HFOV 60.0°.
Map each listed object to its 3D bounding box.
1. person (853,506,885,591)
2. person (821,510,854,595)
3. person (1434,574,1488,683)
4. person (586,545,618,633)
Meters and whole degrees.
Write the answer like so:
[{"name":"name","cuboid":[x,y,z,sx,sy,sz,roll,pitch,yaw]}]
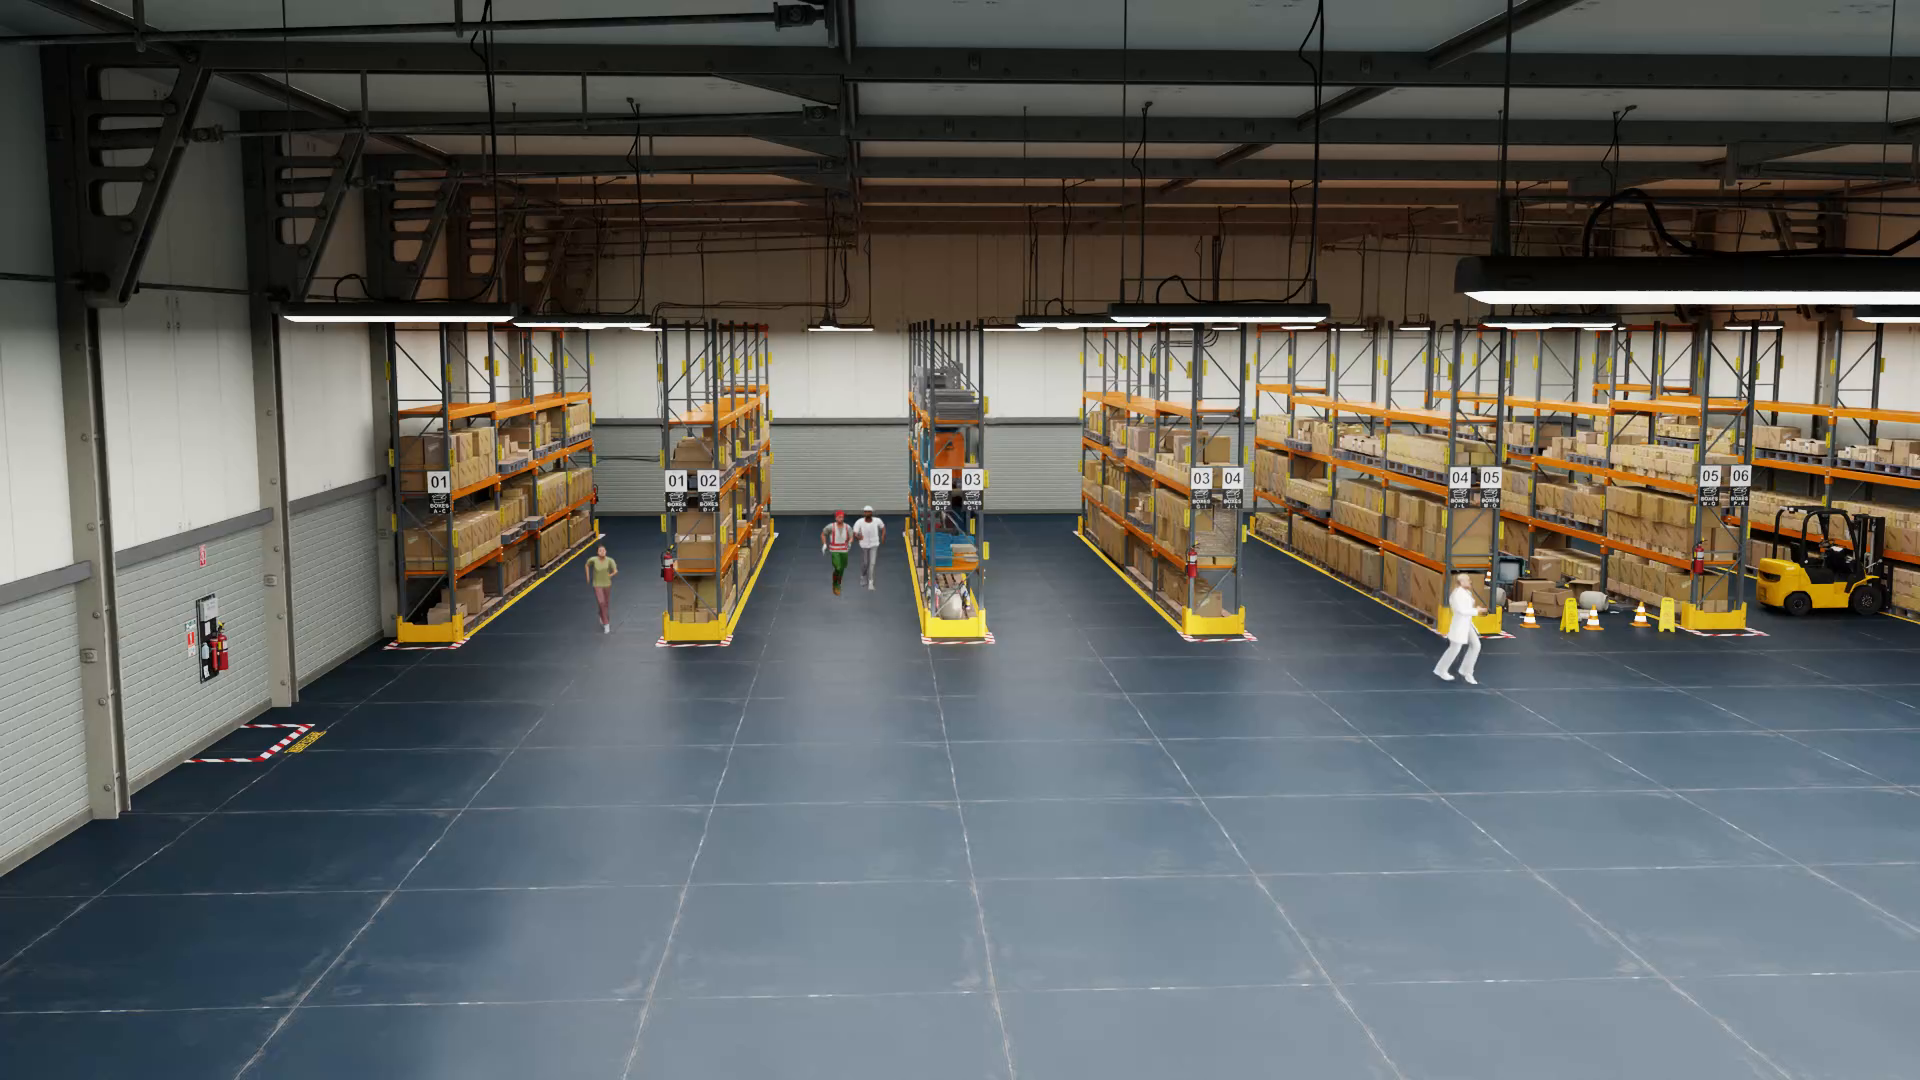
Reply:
[{"name":"person","cuboid":[-1.953,0.148,35.723,0.710,1.790,0.896,0,7,-3]},{"name":"person","cuboid":[-2.525,0.272,34.748,0.655,1.791,0.737,-3,8,-22]},{"name":"person","cuboid":[8.249,1.571,27.388,0.840,1.659,0.709,5,8,32]},{"name":"person","cuboid":[-6.953,0.908,32.341,0.598,1.674,1.012,-2,7,-18]}]
